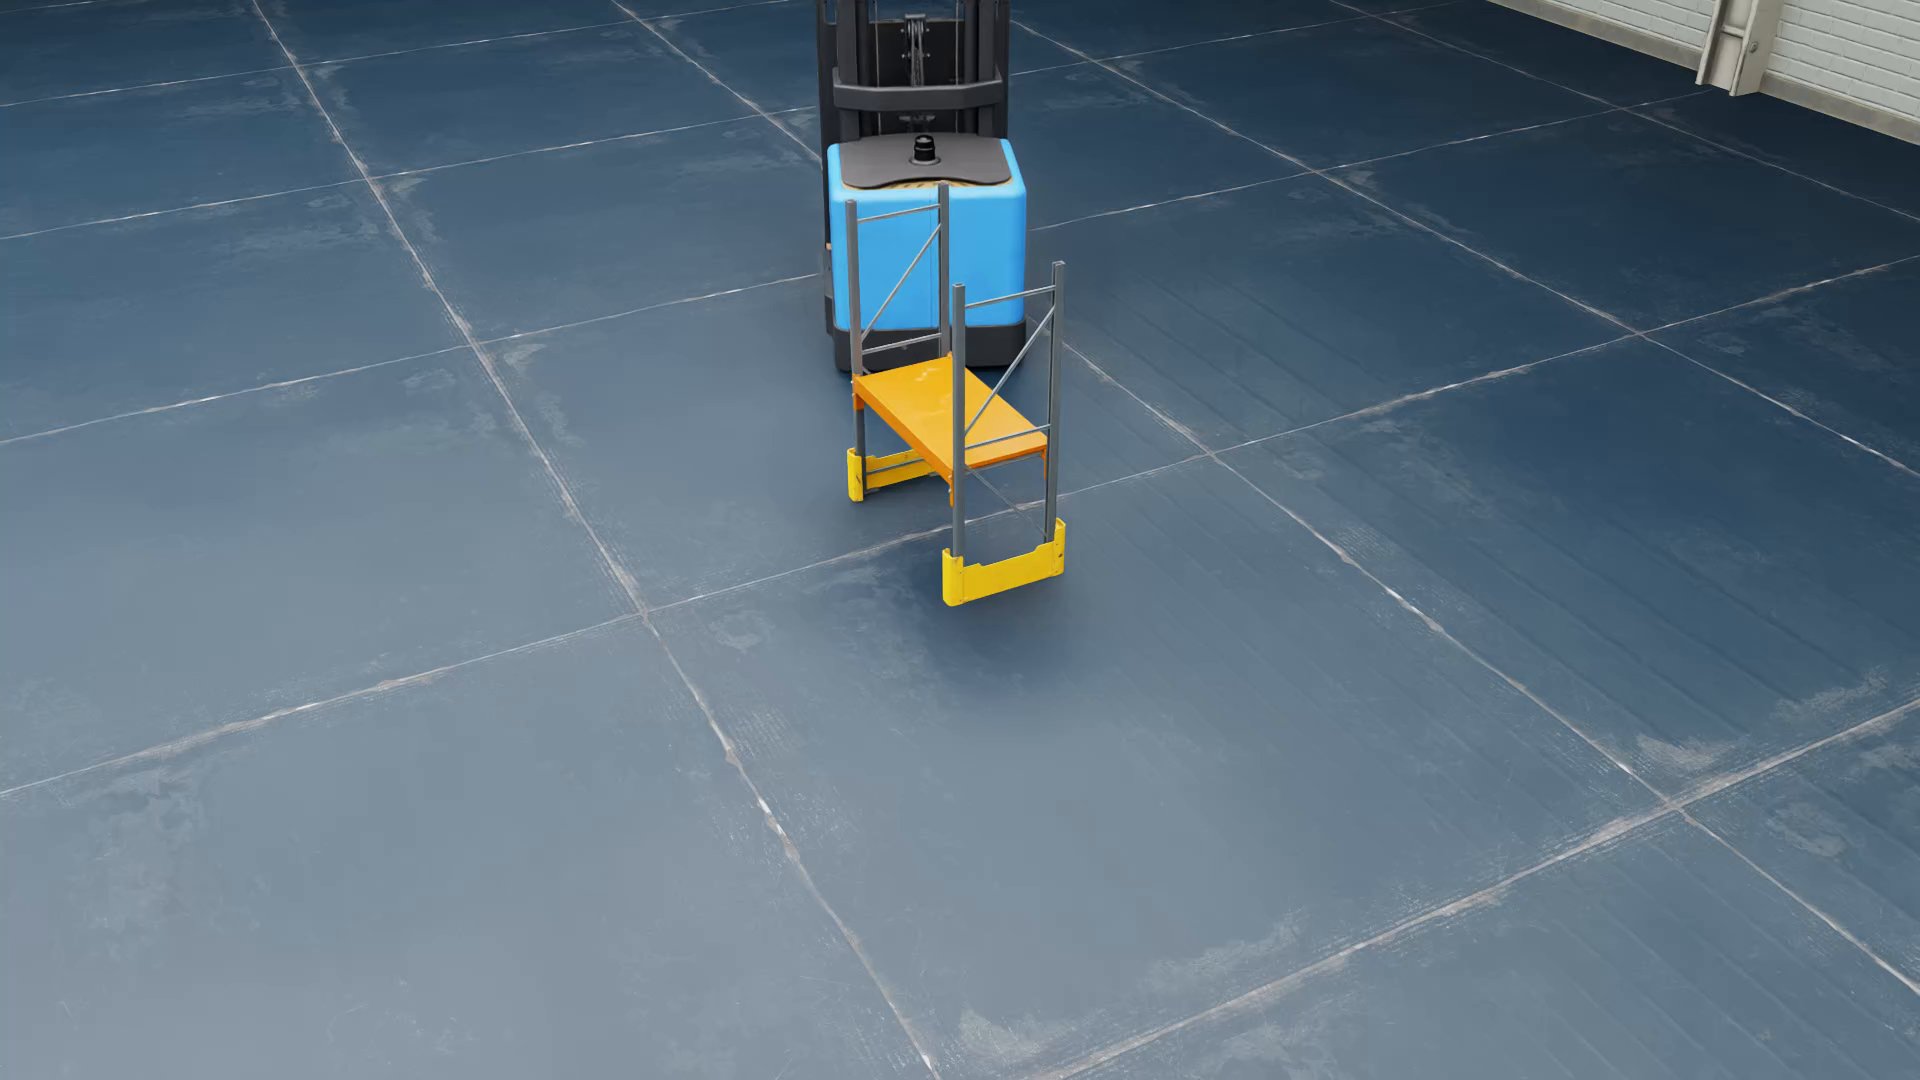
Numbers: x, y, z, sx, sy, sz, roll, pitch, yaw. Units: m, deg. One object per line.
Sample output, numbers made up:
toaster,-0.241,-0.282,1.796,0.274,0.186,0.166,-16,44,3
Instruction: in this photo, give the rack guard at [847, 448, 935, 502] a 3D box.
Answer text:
rack guard,-0.268,-0.379,8.110,0.587,0.250,0.087,-16,36,-23

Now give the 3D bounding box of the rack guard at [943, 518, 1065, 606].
rack guard,0.197,0.096,7.368,0.587,0.250,0.087,-16,36,-23

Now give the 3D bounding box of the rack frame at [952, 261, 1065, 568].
rack frame,0.197,-0.430,7.030,0.500,1.500,0.032,-16,36,-23

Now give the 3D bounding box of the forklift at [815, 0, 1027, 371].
forklift,-0.290,-2.925,9.598,1.130,2.935,3.031,-3,33,-4

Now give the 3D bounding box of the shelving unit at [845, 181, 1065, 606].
shelving unit,-0.036,-0.668,7.402,0.587,1.500,1.083,-16,36,-23

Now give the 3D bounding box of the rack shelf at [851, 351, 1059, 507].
rack shelf,-0.040,-0.521,7.506,0.538,0.185,1.000,-16,36,-23

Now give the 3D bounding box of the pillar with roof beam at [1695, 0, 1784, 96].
pillar with roof beam,2.418,-6.381,9.368,9.100,9.000,0.400,-16,36,-23

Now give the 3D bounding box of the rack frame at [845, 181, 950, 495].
rack frame,-0.277,-0.915,7.788,0.500,1.500,0.032,-16,36,-23
